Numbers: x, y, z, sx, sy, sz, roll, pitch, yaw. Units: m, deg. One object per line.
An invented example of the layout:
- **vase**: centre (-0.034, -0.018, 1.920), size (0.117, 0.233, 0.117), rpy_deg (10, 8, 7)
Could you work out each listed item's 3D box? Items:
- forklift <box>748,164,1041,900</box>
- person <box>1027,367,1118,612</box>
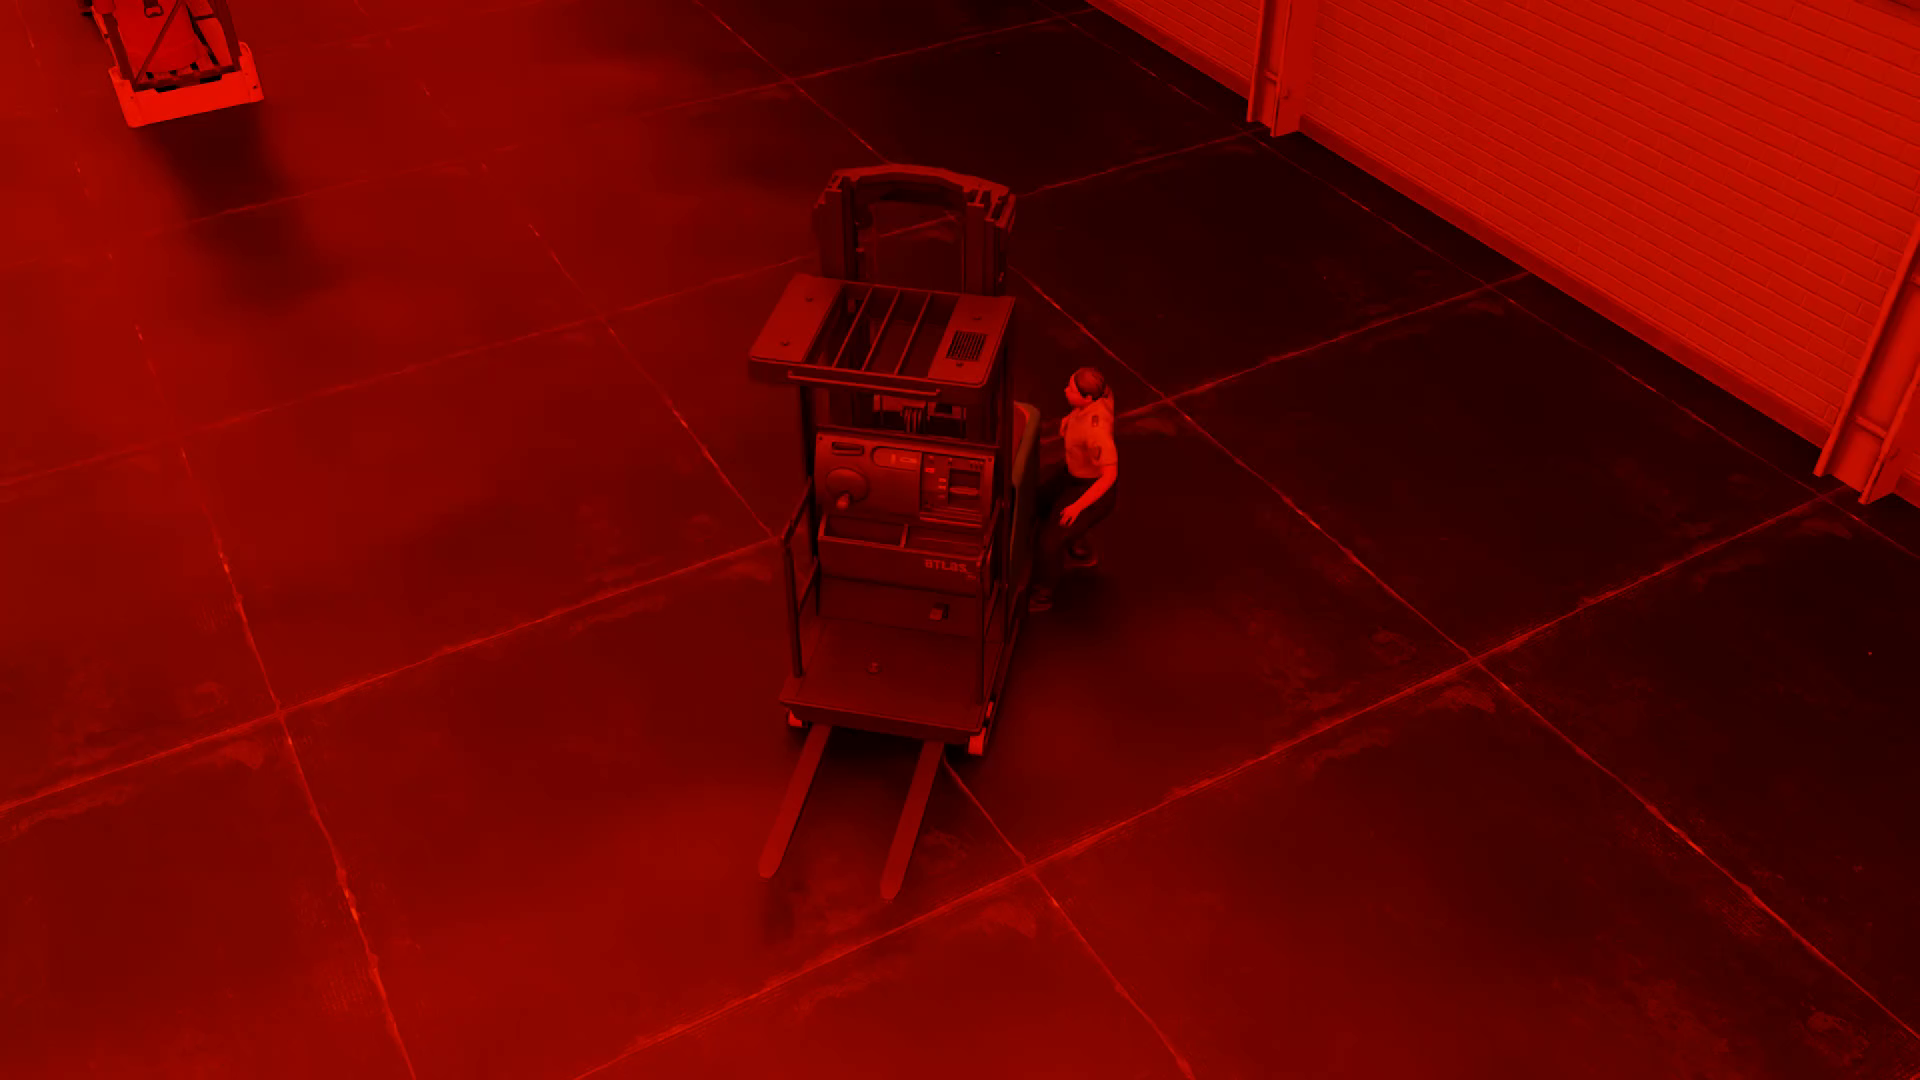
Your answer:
- **forklift**: centre (-0.328, -0.233, 8.317), size (1.130, 2.935, 3.031), rpy_deg (8, 40, 9)
- **person**: centre (0.584, -0.329, 9.509), size (0.633, 1.576, 0.890), rpy_deg (4, 40, 5)
